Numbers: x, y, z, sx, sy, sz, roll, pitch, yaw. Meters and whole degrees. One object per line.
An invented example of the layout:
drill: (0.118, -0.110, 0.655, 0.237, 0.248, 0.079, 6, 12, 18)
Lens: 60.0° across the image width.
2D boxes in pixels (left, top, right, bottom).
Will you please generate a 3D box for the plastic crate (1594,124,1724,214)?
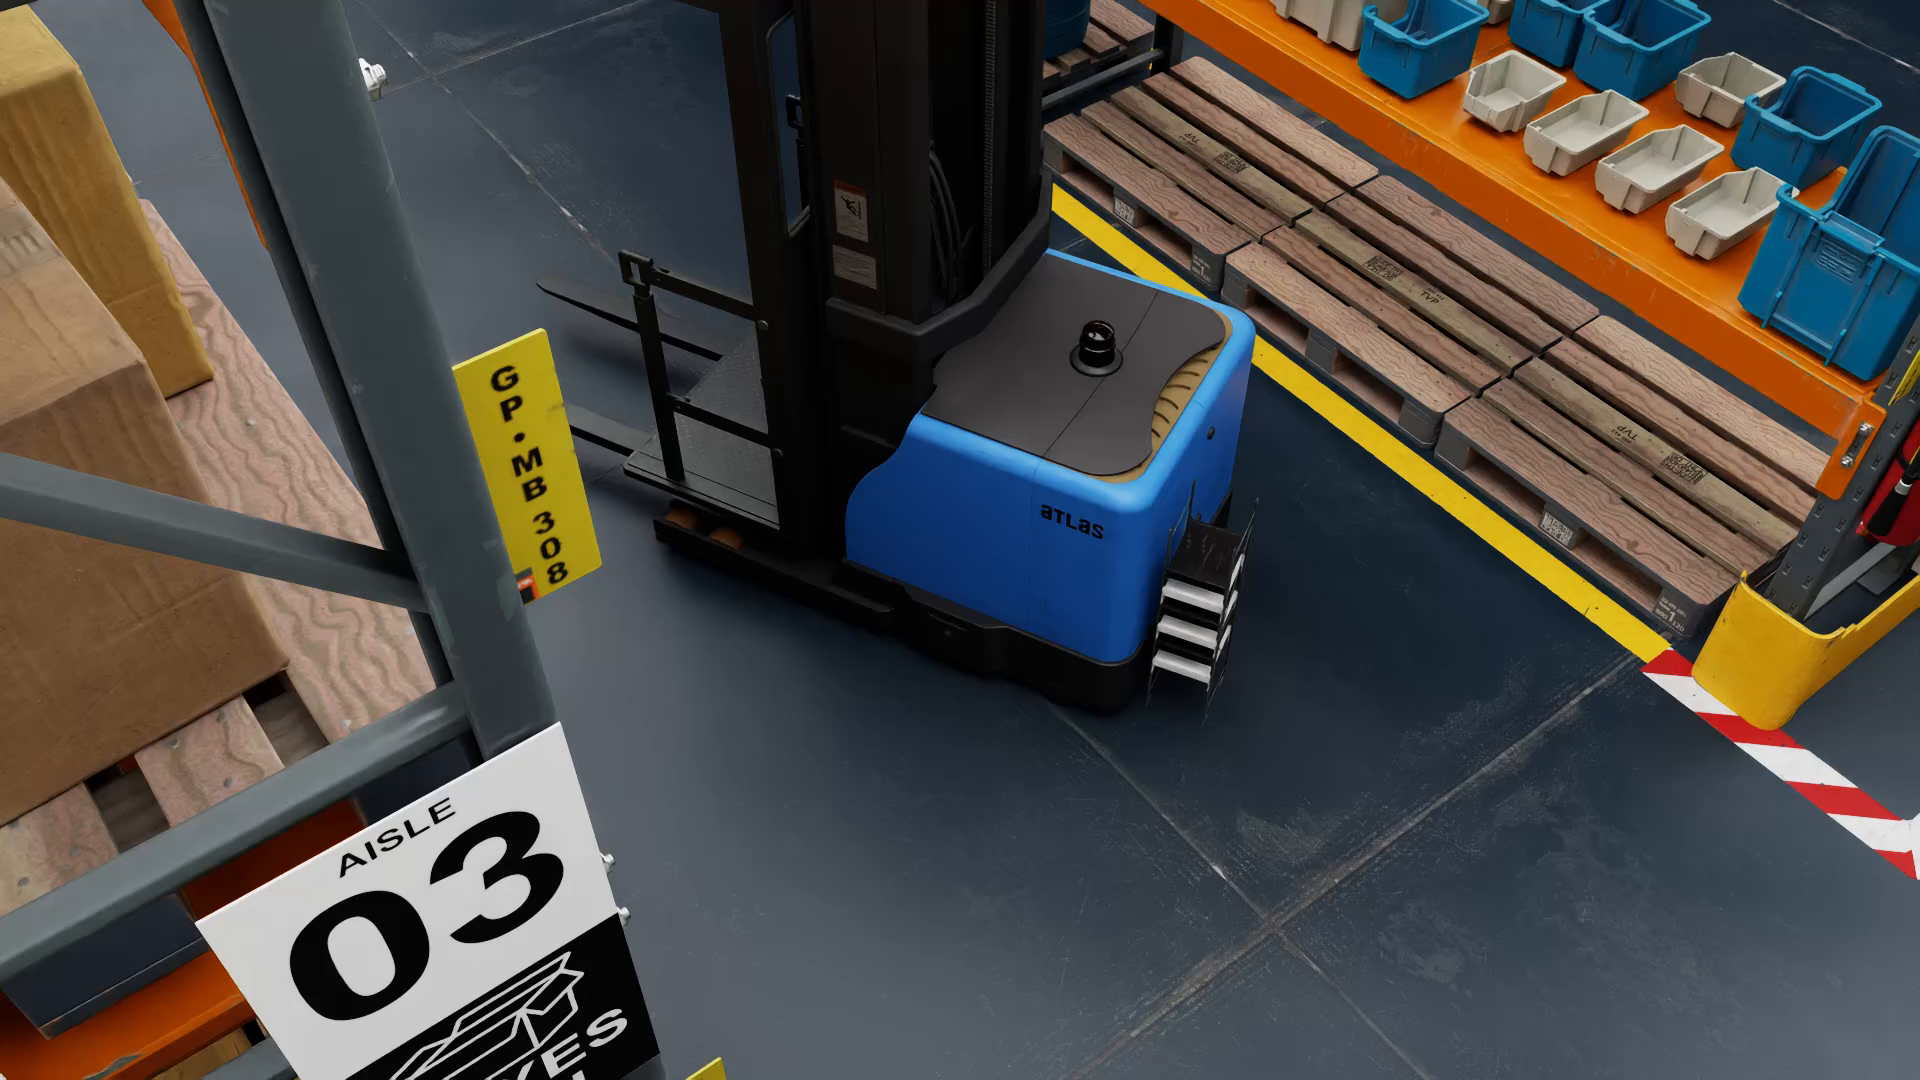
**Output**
plastic crate: (2.277, -1.218, 5.467, 0.396, 0.136, 0.243, -29, 54, -24)

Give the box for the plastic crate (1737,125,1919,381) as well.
plastic crate: (2.728, -0.856, 4.937, 0.616, 0.435, 0.499, -29, 54, -24)

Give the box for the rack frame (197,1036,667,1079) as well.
rack frame: (-0.863, 1.512, 2.855, 1.000, 3.000, 0.127, -29, 54, -24)

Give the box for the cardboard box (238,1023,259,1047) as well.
cardboard box: (-1.674, 0.996, 3.223, 0.500, 0.250, 0.500, -30, 55, -25)

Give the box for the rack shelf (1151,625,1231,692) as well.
rack shelf: (0.782, 0.365, 5.600, 0.200, 0.077, 0.258, 18, 50, 16)

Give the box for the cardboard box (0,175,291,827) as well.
cardboard box: (-1.220, 0.014, 1.770, 0.700, 0.500, 0.500, -33, 56, -26)

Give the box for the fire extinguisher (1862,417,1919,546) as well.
fire extinguisher: (2.809, -0.266, 4.770, 0.296, 0.674, 0.183, -29, 54, -24)

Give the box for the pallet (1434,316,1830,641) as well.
pallet: (2.611, -0.277, 6.359, 1.003, 0.211, 1.213, -29, 54, -24)

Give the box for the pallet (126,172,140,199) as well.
pallet: (-2.063, -0.618, 2.821, 1.003, 0.211, 1.213, -29, 54, -24)

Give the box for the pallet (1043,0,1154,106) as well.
pallet: (0.223, -2.605, 8.470, 1.003, 0.211, 1.213, -29, 54, -24)

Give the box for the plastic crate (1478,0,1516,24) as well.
plastic crate: (1.951, -2.108, 6.274, 0.293, 0.136, 0.466, -29, 54, -24)

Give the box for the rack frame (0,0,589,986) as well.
rack frame: (-0.863, -0.503, 0.632, 1.000, 3.000, 0.127, -29, 54, -24)

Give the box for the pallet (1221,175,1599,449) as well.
pallet: (1.876, -0.996, 7.010, 1.003, 0.211, 1.213, -29, 54, -24)

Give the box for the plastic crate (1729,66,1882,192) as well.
plastic crate: (2.793, -1.355, 5.526, 0.416, 0.233, 0.300, -29, 54, -24)

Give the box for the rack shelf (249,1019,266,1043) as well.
rack shelf: (-2.074, 0.574, 4.190, 1.077, 0.370, 4.000, -29, 54, -24)

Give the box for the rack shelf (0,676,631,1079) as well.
rack shelf: (-2.074, -0.433, 3.079, 1.077, 0.370, 4.000, -29, 54, -24)

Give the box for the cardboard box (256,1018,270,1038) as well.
cardboard box: (-1.259, 0.755, 3.442, 0.500, 0.250, 0.500, -30, 54, -24)

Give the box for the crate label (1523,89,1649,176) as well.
crate label: (2.089, -1.372, 5.606, 0.396, 0.136, 0.243, -29, 54, -24)

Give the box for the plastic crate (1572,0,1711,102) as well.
plastic crate: (2.394, -1.743, 5.878, 0.416, 0.233, 0.300, -29, 54, -24)

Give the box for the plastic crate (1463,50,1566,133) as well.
plastic crate: (1.895, -1.538, 5.757, 0.298, 0.136, 0.250, -29, 54, -24)

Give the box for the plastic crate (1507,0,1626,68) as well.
plastic crate: (2.213, -1.920, 6.039, 0.416, 0.233, 0.300, -29, 54, -24)

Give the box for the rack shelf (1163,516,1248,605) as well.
rack shelf: (0.782, 0.063, 5.266, 0.200, 0.077, 0.258, 18, 50, 16)

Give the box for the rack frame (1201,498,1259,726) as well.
rack frame: (0.875, 0.252, 5.414, 0.006, 0.900, 0.240, 18, 50, 16)

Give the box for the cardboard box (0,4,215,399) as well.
cardboard box: (-1.465, -0.372, 2.120, 0.700, 0.500, 0.500, -31, 55, -25)

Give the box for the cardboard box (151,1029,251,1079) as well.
cardboard box: (-1.367, 1.041, 2.676, 0.500, 0.500, 0.500, -29, 54, -24)

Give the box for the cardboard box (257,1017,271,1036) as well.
cardboard box: (-1.241, 0.512, 3.156, 0.500, 0.500, 0.500, -31, 55, -25)

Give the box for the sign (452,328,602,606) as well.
sign: (-0.418, -0.061, 1.613, 0.100, 0.325, 0.005, -29, 54, -24)

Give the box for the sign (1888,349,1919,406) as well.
sign: (2.651, -0.508, 4.576, 0.100, 0.325, 0.005, -29, 54, -24)

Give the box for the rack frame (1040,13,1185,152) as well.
rack frame: (0.657, -3.068, 7.007, 1.000, 3.000, 0.127, -29, 54, -24)

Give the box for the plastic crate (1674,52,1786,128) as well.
plastic crate: (2.652, -1.561, 5.778, 0.250, 0.136, 0.298, -29, 54, -24)

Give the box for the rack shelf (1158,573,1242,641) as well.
rack shelf: (0.782, 0.184, 5.400, 0.200, 0.077, 0.258, 18, 50, 16)

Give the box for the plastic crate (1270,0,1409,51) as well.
plastic crate: (1.435, -2.066, 6.138, 0.437, 0.282, 0.530, -29, 54, -24)

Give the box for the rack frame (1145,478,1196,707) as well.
rack frame: (0.690, 0.191, 5.470, 0.006, 0.900, 0.240, 18, 50, 16)

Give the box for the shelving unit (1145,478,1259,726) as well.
shelving unit: (0.782, 0.222, 5.442, 0.210, 0.900, 0.258, 18, 50, 16)

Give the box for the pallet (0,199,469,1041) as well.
pallet: (-1.320, 0.101, 2.169, 1.003, 0.211, 1.213, -29, 54, -24)

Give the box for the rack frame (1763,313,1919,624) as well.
rack frame: (3.079, -0.710, 4.869, 1.000, 3.000, 0.127, -29, 54, -24)

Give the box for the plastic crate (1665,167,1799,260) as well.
plastic crate: (2.441, -1.041, 5.307, 0.396, 0.136, 0.243, -29, 54, -24)

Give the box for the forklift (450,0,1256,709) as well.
forklift: (-0.555, -1.201, 5.361, 3.031, 2.935, 1.130, 21, 51, 18)

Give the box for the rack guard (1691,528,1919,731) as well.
rack guard: (3.104, 0.138, 5.787, 1.175, 0.500, 0.348, -29, 54, -24)

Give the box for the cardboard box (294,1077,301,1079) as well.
cardboard box: (-0.939, 1.058, 3.166, 0.500, 0.250, 0.500, -31, 55, -25)

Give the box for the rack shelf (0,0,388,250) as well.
rack shelf: (-2.074, -1.306, 2.116, 1.077, 0.370, 4.000, -29, 54, -24)

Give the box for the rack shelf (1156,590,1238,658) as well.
rack shelf: (0.782, 0.244, 5.466, 0.200, 0.077, 0.258, 18, 50, 16)

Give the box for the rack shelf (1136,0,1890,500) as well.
rack shelf: (1.868, -1.648, 6.205, 1.077, 0.370, 4.000, -29, 54, -24)

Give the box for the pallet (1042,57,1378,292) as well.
pallet: (1.133, -1.716, 7.663, 1.003, 0.211, 1.213, -29, 54, -24)

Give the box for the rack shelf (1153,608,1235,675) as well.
rack shelf: (0.782, 0.304, 5.533, 0.200, 0.077, 0.258, 18, 50, 16)

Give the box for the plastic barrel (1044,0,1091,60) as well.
plastic barrel: (0.341, -2.833, 7.927, 0.600, 0.901, 0.708, -29, 54, -24)

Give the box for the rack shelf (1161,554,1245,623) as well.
rack shelf: (0.782, 0.123, 5.333, 0.200, 0.077, 0.258, 18, 50, 16)

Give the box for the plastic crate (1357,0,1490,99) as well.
plastic crate: (1.631, -1.770, 5.902, 0.416, 0.233, 0.300, -29, 54, -24)

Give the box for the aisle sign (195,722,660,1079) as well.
aisle sign: (-0.581, 0.547, 1.975, 0.394, 0.787, 0.004, -29, 54, -24)

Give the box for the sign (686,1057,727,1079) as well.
sign: (-0.418, 0.949, 2.727, 0.100, 0.325, 0.005, -29, 54, -24)
